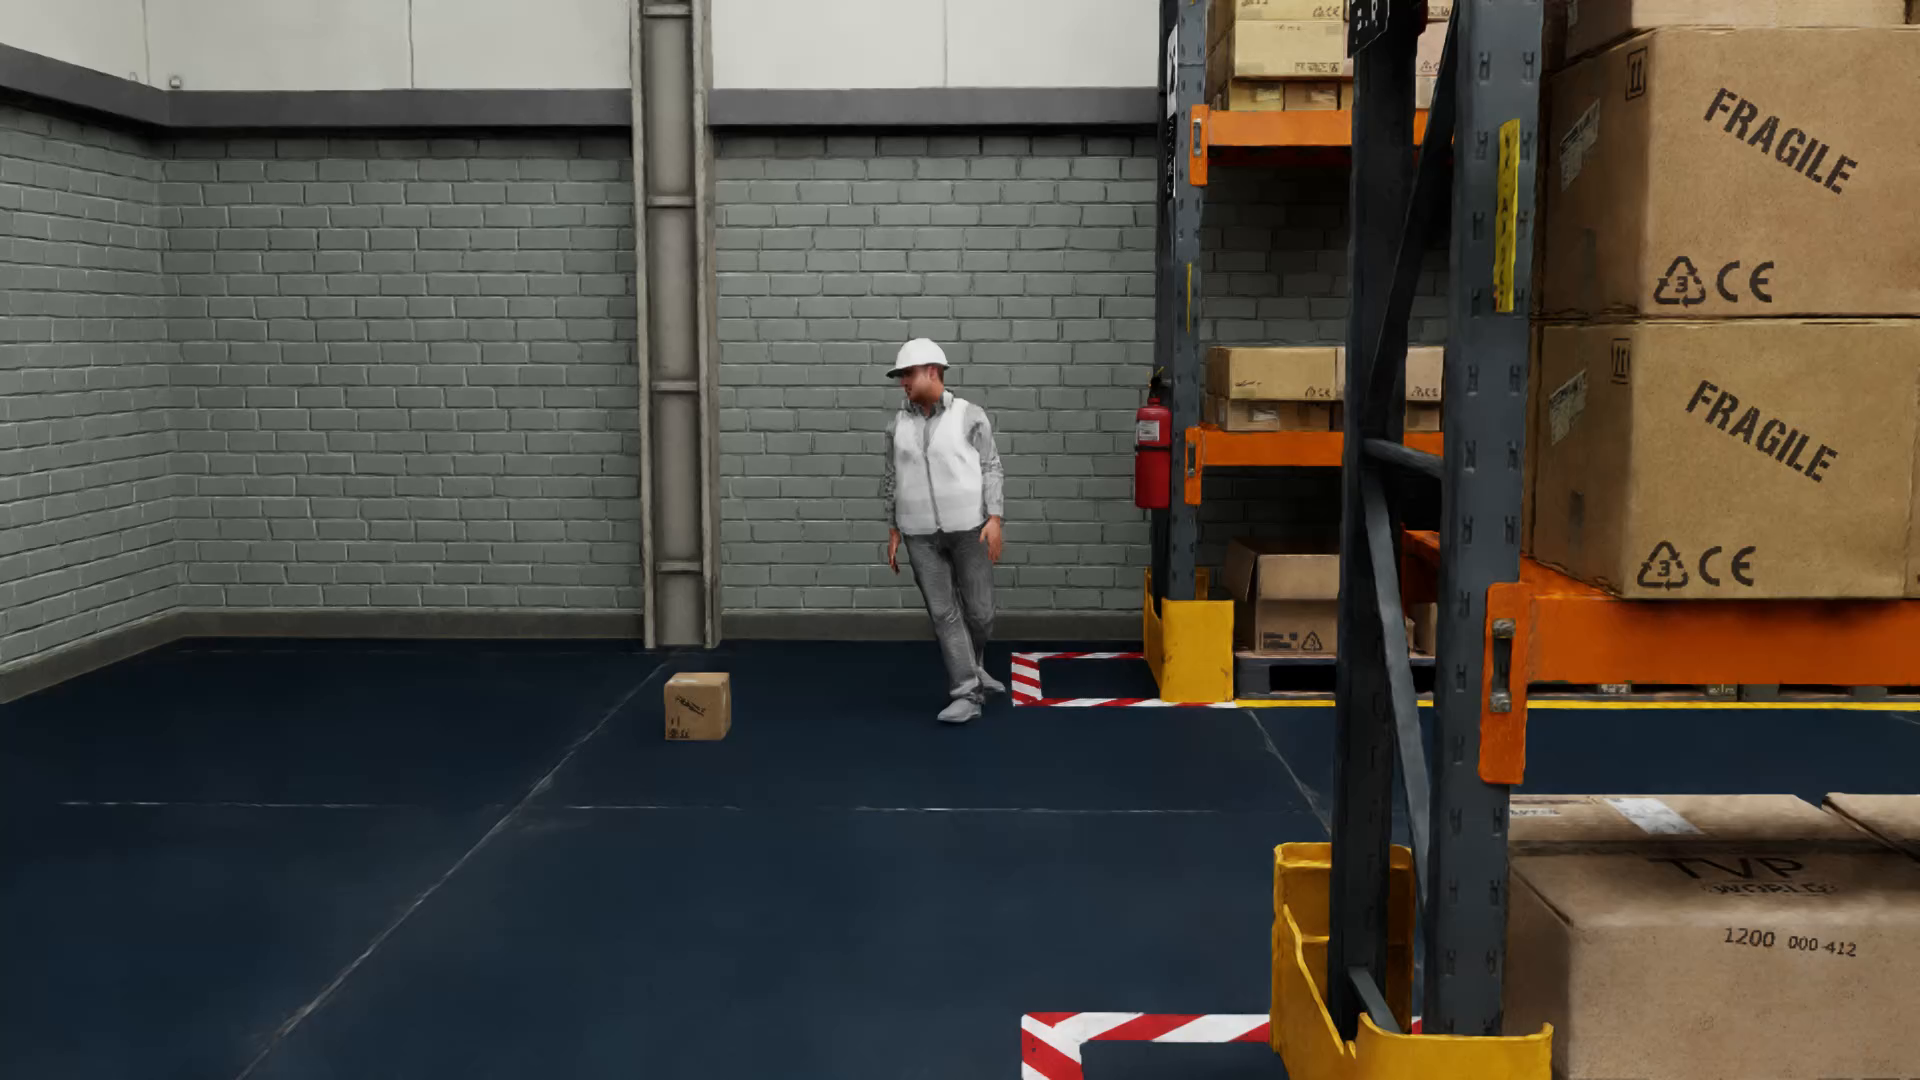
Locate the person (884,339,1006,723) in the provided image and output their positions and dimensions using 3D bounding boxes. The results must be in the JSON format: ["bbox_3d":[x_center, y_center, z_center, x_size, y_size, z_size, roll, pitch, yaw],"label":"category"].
[{"bbox_3d":[-0.071,-0.054,7.710,0.575,1.744,0.614,1,7,8],"label":"person"}]
